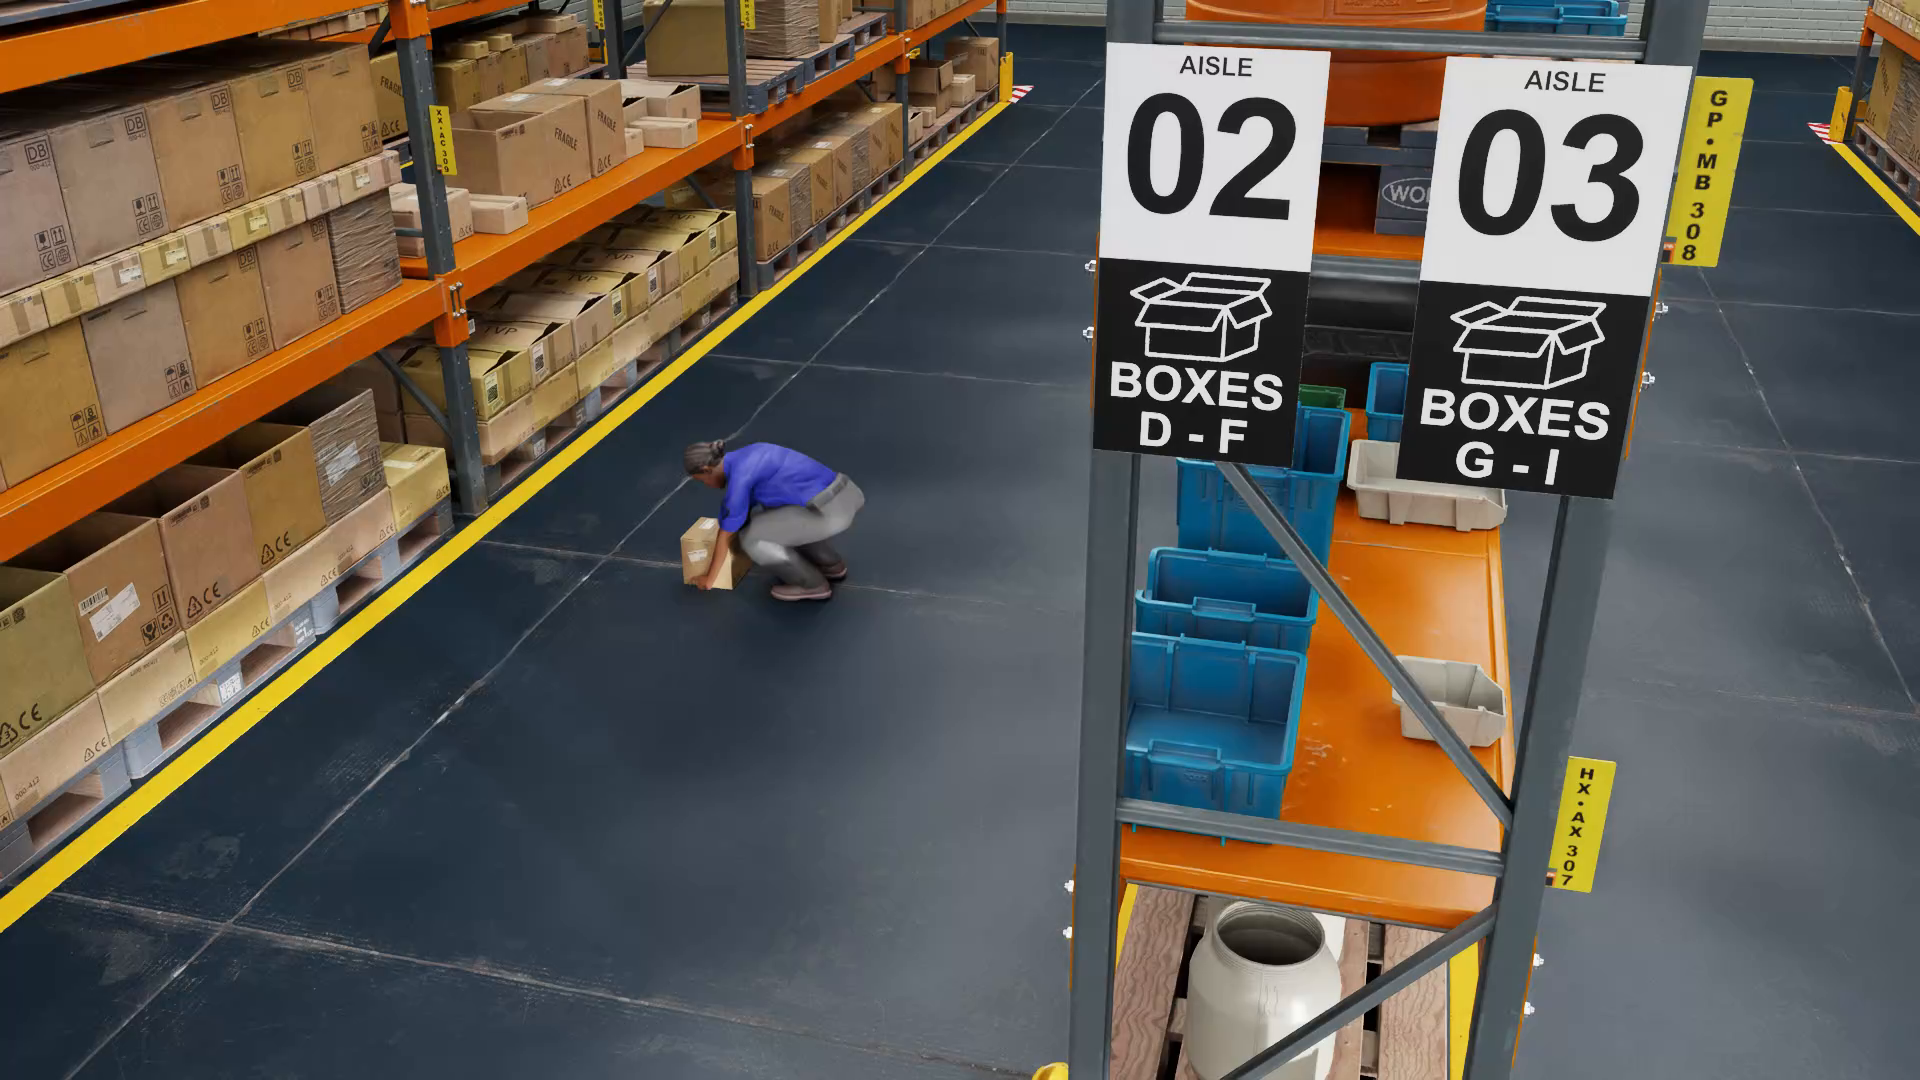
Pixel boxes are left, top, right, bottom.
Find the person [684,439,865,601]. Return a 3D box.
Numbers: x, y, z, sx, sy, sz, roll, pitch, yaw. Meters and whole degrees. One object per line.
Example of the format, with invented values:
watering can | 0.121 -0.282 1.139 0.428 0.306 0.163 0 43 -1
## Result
person | -0.883 -0.114 7.954 0.843 0.768 0.461 6 26 12
